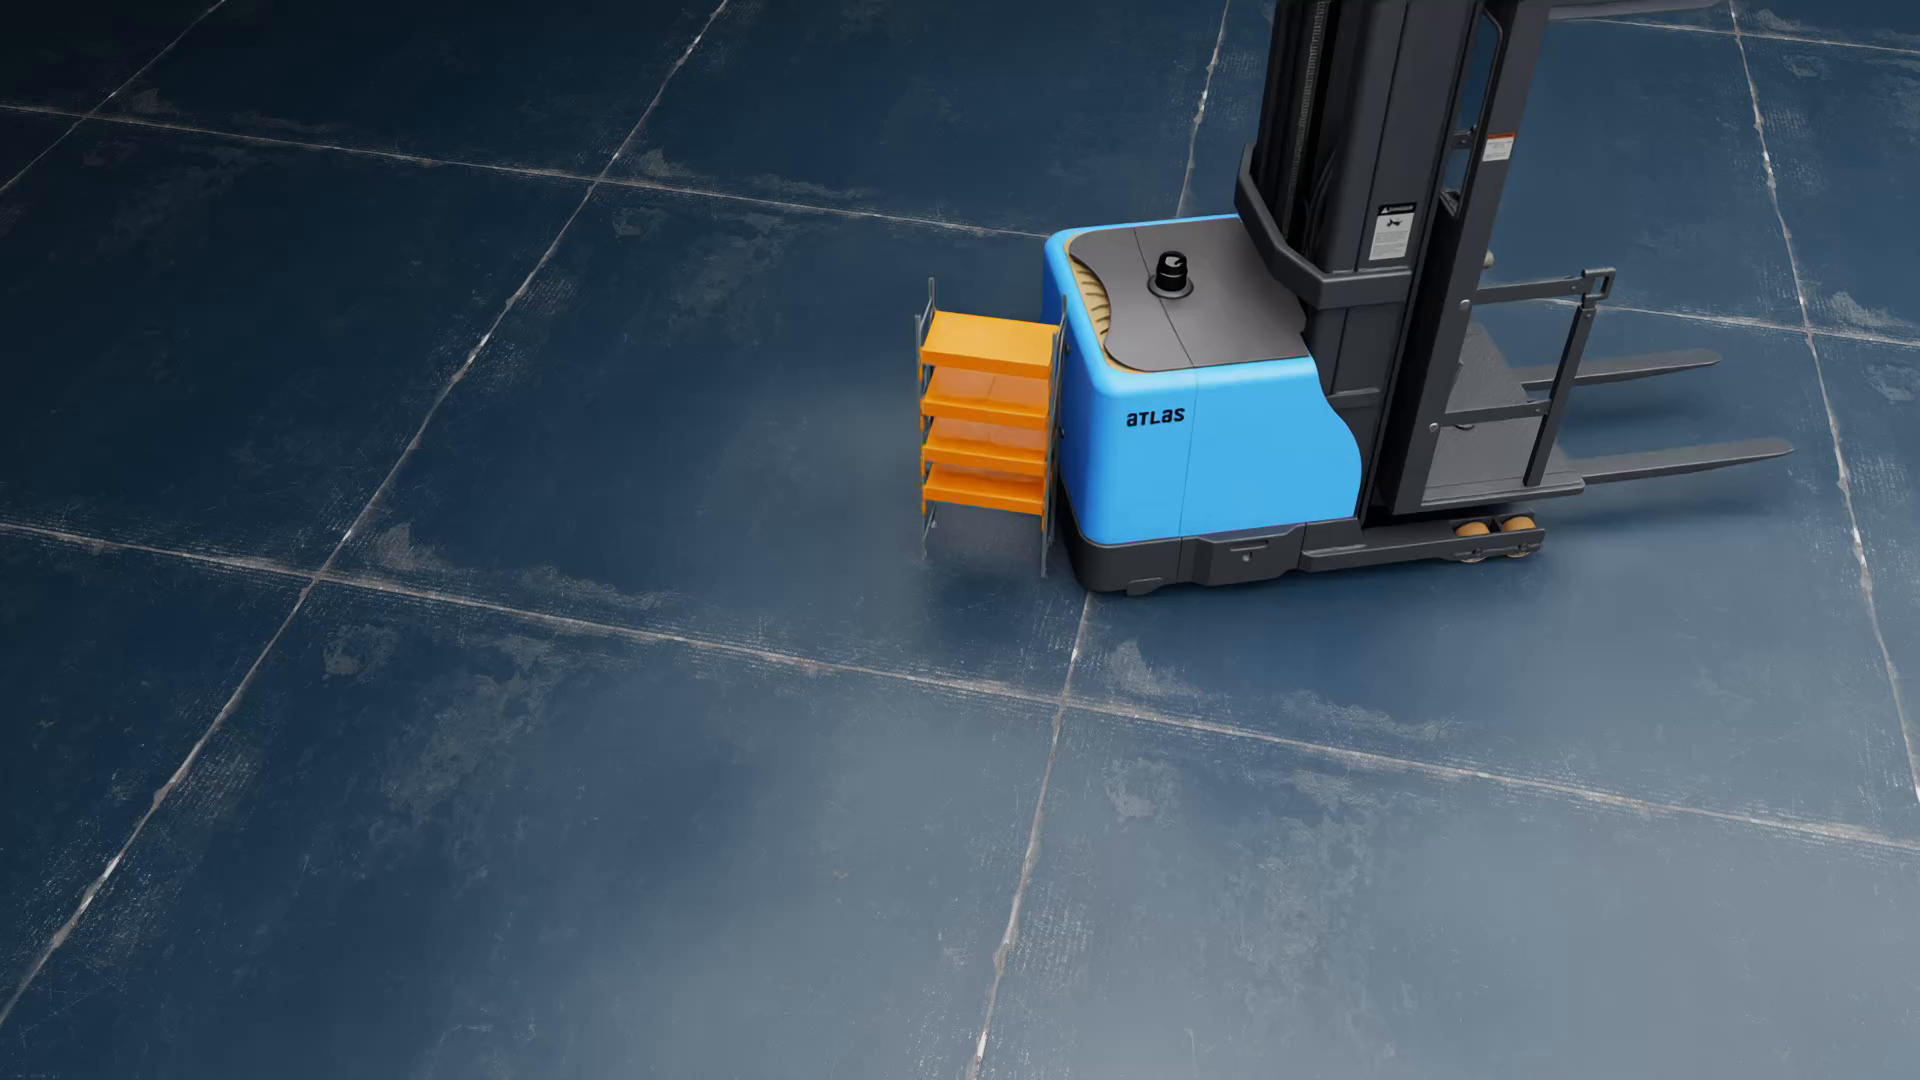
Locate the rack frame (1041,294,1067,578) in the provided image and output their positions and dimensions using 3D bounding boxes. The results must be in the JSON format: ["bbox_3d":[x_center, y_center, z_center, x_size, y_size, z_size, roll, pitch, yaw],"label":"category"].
[{"bbox_3d":[0.352,-0.364,6.263,0.015,1.200,0.240,8,44,8],"label":"rack frame"}]

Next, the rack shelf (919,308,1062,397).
[{"bbox_3d":[0.113,-0.681,6.026,0.480,0.148,0.258,8,44,8],"label":"rack shelf"}]

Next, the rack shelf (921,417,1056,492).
[{"bbox_3d":[0.113,-0.350,6.345,0.480,0.148,0.258,8,44,8],"label":"rack shelf"}]

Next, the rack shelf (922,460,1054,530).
[{"bbox_3d":[0.113,-0.207,6.483,0.480,0.148,0.258,8,44,8],"label":"rack shelf"}]

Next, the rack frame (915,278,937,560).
[{"bbox_3d":[-0.126,-0.432,6.334,0.015,1.200,0.240,8,44,8],"label":"rack frame"}]

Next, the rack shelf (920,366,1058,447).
[{"bbox_3d":[0.113,-0.511,6.190,0.480,0.148,0.258,8,44,8],"label":"rack shelf"}]

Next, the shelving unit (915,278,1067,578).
[{"bbox_3d":[0.113,-0.398,6.299,0.503,1.200,0.258,8,44,8],"label":"shelving unit"}]

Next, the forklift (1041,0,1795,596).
[{"bbox_3d":[1.875,-1.322,6.010,3.031,2.935,1.130,-7,44,-7],"label":"forklift"}]
